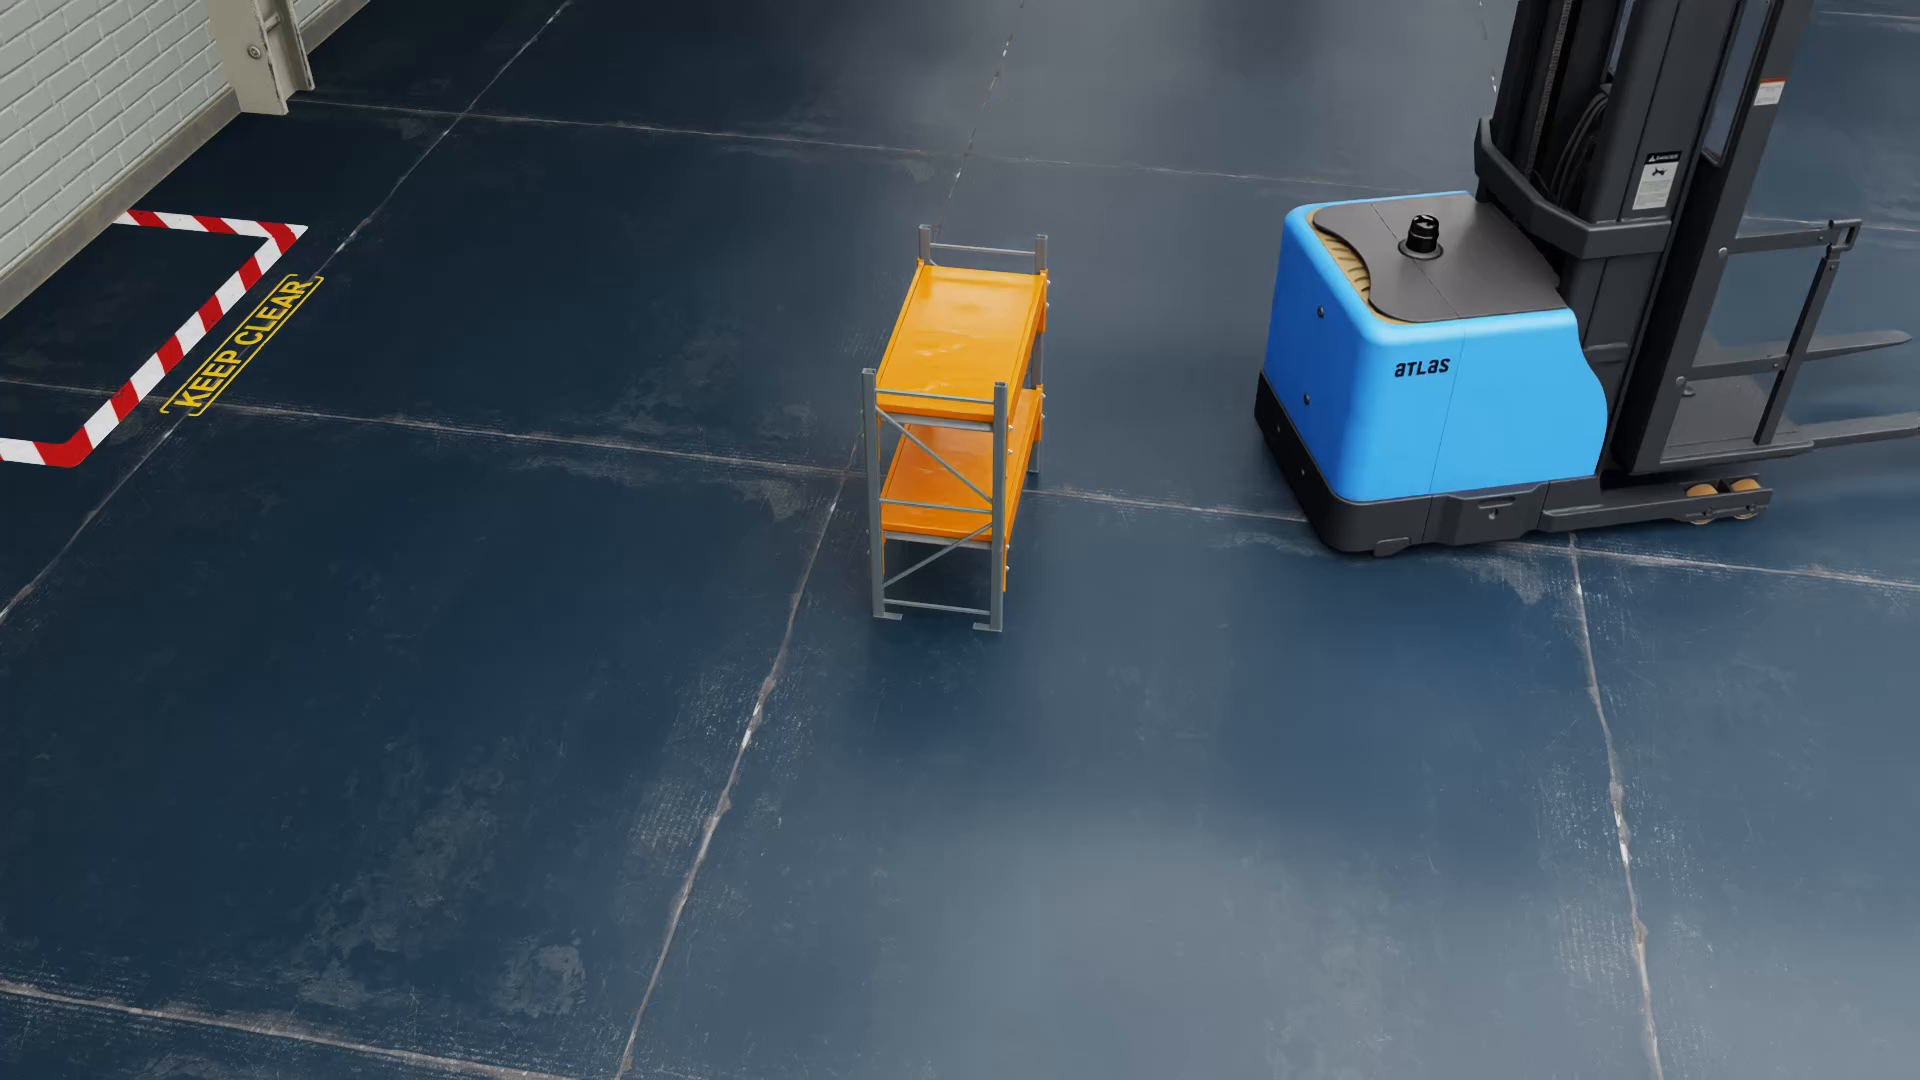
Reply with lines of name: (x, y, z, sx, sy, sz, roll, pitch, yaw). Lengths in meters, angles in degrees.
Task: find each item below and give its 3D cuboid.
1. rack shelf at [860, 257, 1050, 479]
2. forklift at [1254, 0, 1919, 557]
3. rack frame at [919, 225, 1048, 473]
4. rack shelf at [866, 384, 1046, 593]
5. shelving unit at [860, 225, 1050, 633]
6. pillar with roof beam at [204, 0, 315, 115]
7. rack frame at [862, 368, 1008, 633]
rack shelf: (0.001, -0.663, 6.210, 0.538, 0.278, 1.000, 6, 40, 8)
forklift: (2.858, -1.519, 6.287, 3.031, 2.935, 1.130, -7, 40, -8)
rack frame: (0.089, -0.757, 6.783, 0.500, 1.125, 0.032, 6, 40, 8)
rack shelf: (0.001, -0.249, 6.553, 0.538, 0.278, 1.000, 6, 40, 8)
shelving unit: (0.001, -0.438, 6.397, 0.538, 1.125, 1.048, 6, 40, 8)
pillar with roof beam: (0.153, -5.631, 6.498, 9.100, 9.000, 0.400, 6, 40, 8)
rack frame: (-0.087, -0.119, 6.011, 0.500, 1.125, 0.032, 6, 40, 8)
